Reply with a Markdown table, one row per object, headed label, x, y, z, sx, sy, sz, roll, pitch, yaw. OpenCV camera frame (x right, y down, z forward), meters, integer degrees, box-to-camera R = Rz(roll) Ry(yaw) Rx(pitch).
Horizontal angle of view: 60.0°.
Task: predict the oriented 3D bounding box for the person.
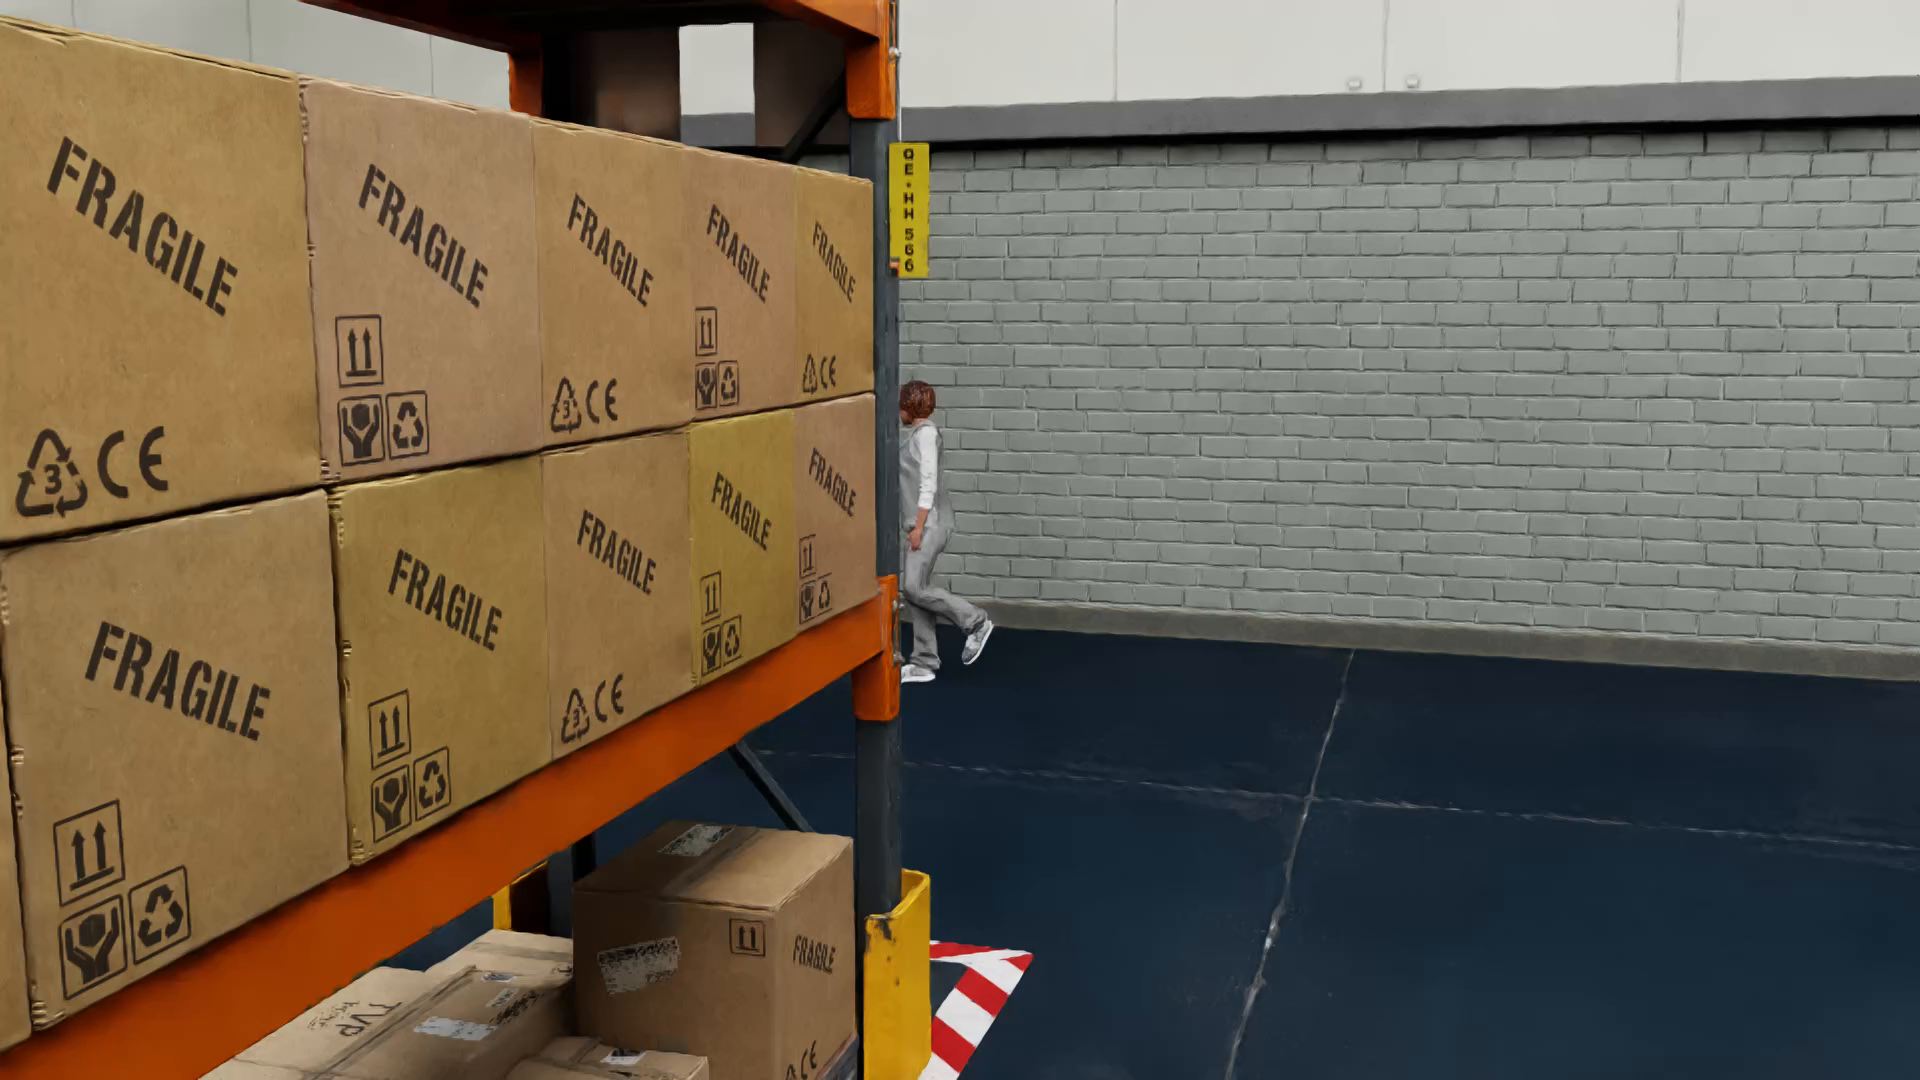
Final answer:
| label | x | y | z | sx | sy | sz | roll | pitch | yaw |
| --- | --- | --- | --- | --- | --- | --- | --- | --- | --- |
| person | -0.131 | -0.047 | 8.763 | 0.576 | 1.563 | 0.464 | -2 | 9 | -10 |
